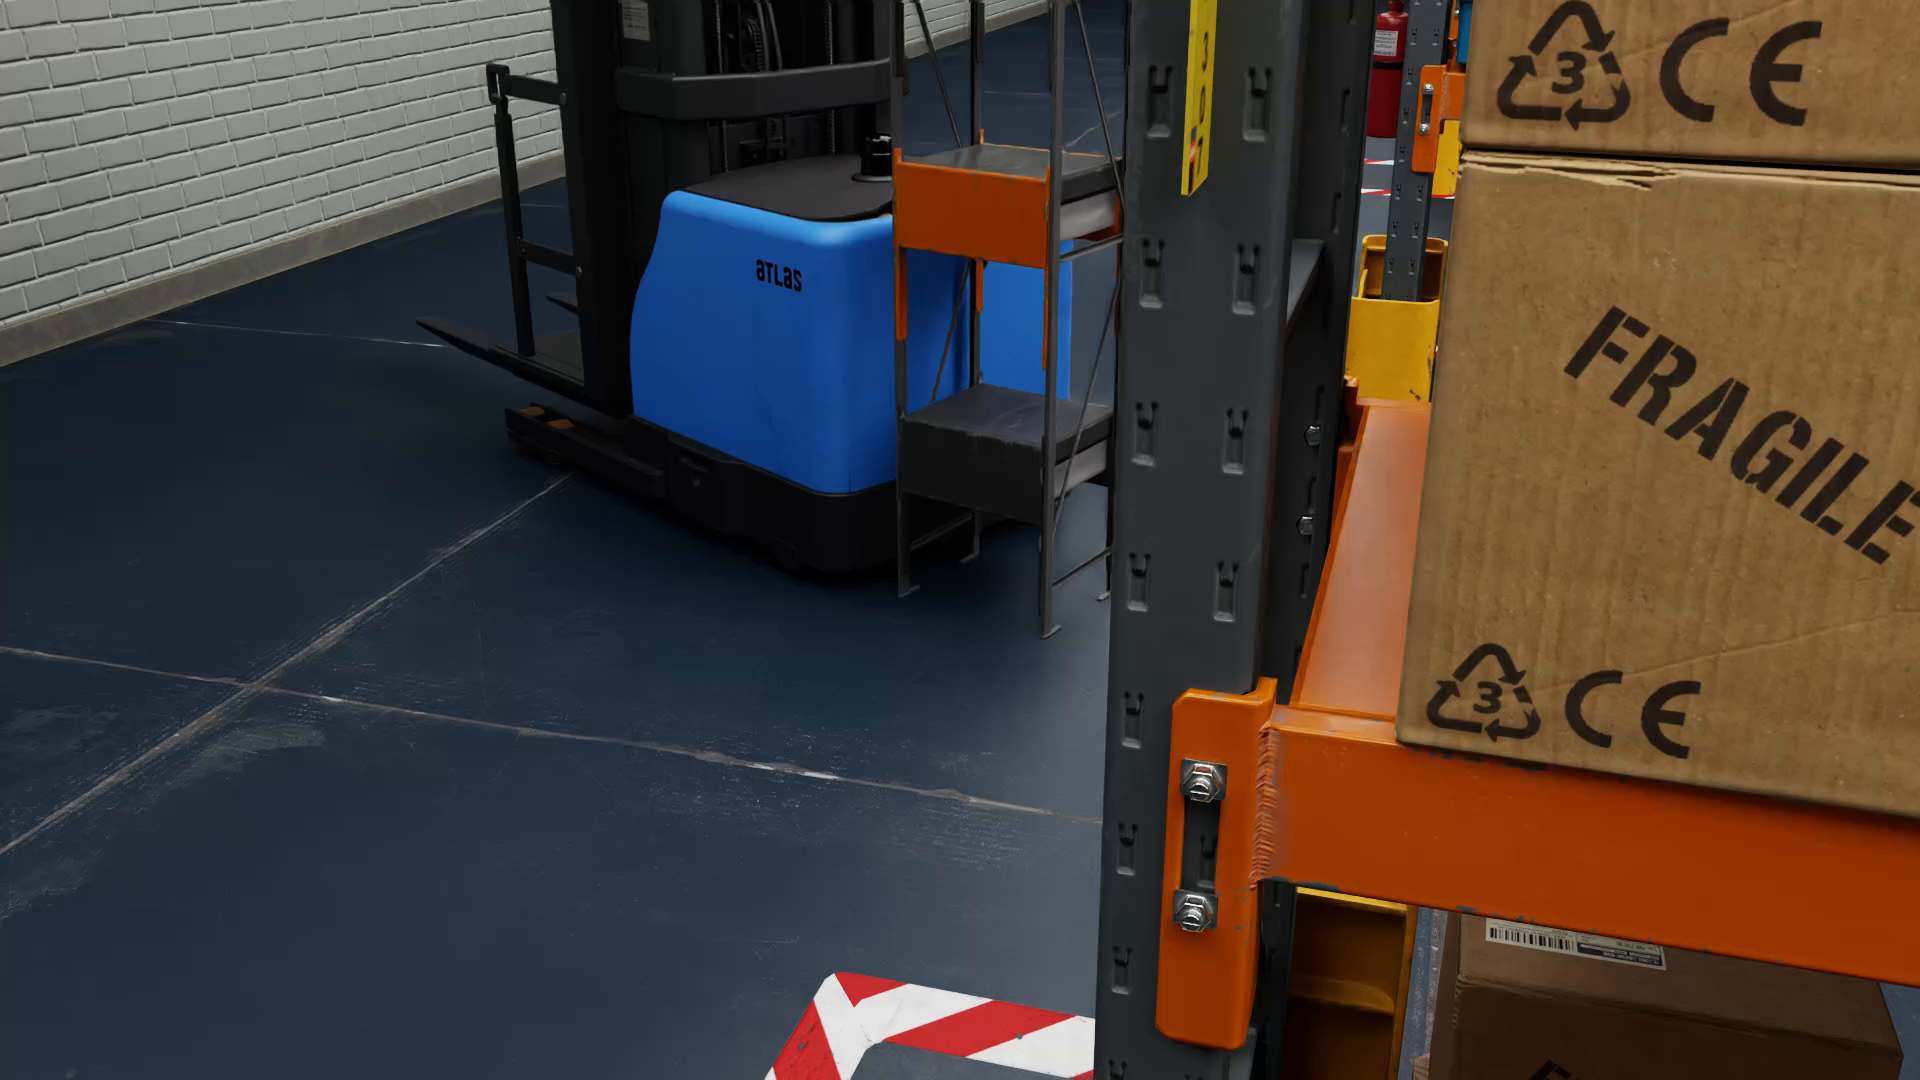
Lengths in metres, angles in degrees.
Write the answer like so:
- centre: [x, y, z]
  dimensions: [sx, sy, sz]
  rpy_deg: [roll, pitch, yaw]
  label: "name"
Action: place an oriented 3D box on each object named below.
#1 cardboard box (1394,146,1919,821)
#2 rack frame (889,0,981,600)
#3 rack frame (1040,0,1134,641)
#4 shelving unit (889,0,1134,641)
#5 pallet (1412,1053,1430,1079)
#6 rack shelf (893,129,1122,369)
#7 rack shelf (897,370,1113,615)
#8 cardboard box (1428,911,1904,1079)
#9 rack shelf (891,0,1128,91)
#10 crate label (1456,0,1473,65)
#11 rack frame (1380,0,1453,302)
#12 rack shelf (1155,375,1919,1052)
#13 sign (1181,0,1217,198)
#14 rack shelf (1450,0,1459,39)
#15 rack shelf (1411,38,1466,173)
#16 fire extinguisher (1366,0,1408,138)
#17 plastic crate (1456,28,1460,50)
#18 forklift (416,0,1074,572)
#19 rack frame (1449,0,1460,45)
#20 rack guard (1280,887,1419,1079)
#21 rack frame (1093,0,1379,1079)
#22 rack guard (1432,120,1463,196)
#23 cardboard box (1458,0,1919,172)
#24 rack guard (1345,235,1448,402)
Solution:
- centre: [0.683, -0.116, 1.469]
  dimensions: [0.500, 0.500, 0.500]
  rpy_deg: [7, 23, 17]
  label: "cardboard box"
- centre: [-0.060, -0.862, 4.604]
  dimensions: [0.015, 2.100, 0.400]
  rpy_deg: [15, 27, 32]
  label: "rack frame"
- centre: [0.341, -0.756, 4.347]
  dimensions: [0.015, 2.100, 0.400]
  rpy_deg: [15, 27, 32]
  label: "rack frame"
- centre: [0.140, -0.809, 4.475]
  dimensions: [0.503, 2.100, 0.431]
  rpy_deg: [15, 27, 32]
  label: "shelving unit"
- centre: [1.171, 1.171, 2.137]
  dimensions: [1.213, 0.211, 1.003]
  rpy_deg: [7, 23, 16]
  label: "pallet"
- centre: [0.140, -0.796, 4.481]
  dimensions: [0.480, 0.518, 0.431]
  rpy_deg: [15, 27, 32]
  label: "rack shelf"
- centre: [0.140, -0.149, 4.746]
  dimensions: [0.480, 0.518, 0.431]
  rpy_deg: [15, 27, 32]
  label: "rack shelf"
- centre: [0.926, 0.709, 2.304]
  dimensions: [0.500, 0.500, 0.500]
  rpy_deg: [7, 23, 16]
  label: "cardboard box"
- centre: [0.140, -1.444, 4.215]
  dimensions: [0.480, 0.518, 0.431]
  rpy_deg: [15, 27, 32]
  label: "rack shelf"
- centre: [1.910, -1.817, 5.889]
  dimensions: [0.303, 0.233, 0.416]
  rpy_deg: [7, 23, 16]
  label: "crate label"
- centre: [1.769, -2.014, 6.227]
  dimensions: [0.127, 3.000, 1.000]
  rpy_deg: [7, 23, 16]
  label: "rack frame"
- centre: [2.249, 0.338, 1.442]
  dimensions: [4.000, 0.370, 1.077]
  rpy_deg: [7, 23, 16]
  label: "rack shelf"
- centre: [0.178, -0.418, 1.195]
  dimensions: [0.005, 0.325, 0.100]
  rpy_deg: [7, 23, 16]
  label: "sign"
- centre: [5.114, -3.261, 10.216]
  dimensions: [4.000, 0.370, 1.077]
  rpy_deg: [7, 23, 16]
  label: "rack shelf"
- centre: [3.684, -1.462, 5.829]
  dimensions: [4.000, 0.370, 1.077]
  rpy_deg: [7, 23, 16]
  label: "rack shelf"
- centre: [1.756, -1.987, 6.755]
  dimensions: [0.183, 0.674, 0.296]
  rpy_deg: [7, 23, 16]
  label: "fire extinguisher"
- centre: [2.143, -2.089, 6.284]
  dimensions: [0.499, 0.435, 0.616]
  rpy_deg: [7, 23, 16]
  label: "plastic crate"
- centre: [-1.000, -1.736, 5.639]
  dimensions: [1.130, 2.935, 3.031]
  rpy_deg: [-19, 29, -39]
  label: "forklift"
- centre: [3.200, -3.813, 10.614]
  dimensions: [0.127, 3.000, 1.000]
  rpy_deg: [7, 23, 16]
  label: "rack frame"
- centre: [0.407, 0.950, 2.294]
  dimensions: [0.348, 0.500, 1.175]
  rpy_deg: [7, 23, 16]
  label: "rack guard"
- centre: [0.334, -0.213, 1.837]
  dimensions: [0.053, 2.616, 0.949]
  rpy_deg: [7, 23, 16]
  label: "rack frame"
- centre: [3.177, -2.659, 11.095]
  dimensions: [0.348, 0.500, 1.175]
  rpy_deg: [7, 23, 16]
  label: "rack guard"
- centre: [0.683, -0.579, 1.279]
  dimensions: [0.500, 0.500, 0.500]
  rpy_deg: [7, 23, 17]
  label: "cardboard box"
- centre: [1.742, -0.855, 6.696]
  dimensions: [0.348, 0.500, 1.175]
  rpy_deg: [7, 23, 16]
  label: "rack guard"
